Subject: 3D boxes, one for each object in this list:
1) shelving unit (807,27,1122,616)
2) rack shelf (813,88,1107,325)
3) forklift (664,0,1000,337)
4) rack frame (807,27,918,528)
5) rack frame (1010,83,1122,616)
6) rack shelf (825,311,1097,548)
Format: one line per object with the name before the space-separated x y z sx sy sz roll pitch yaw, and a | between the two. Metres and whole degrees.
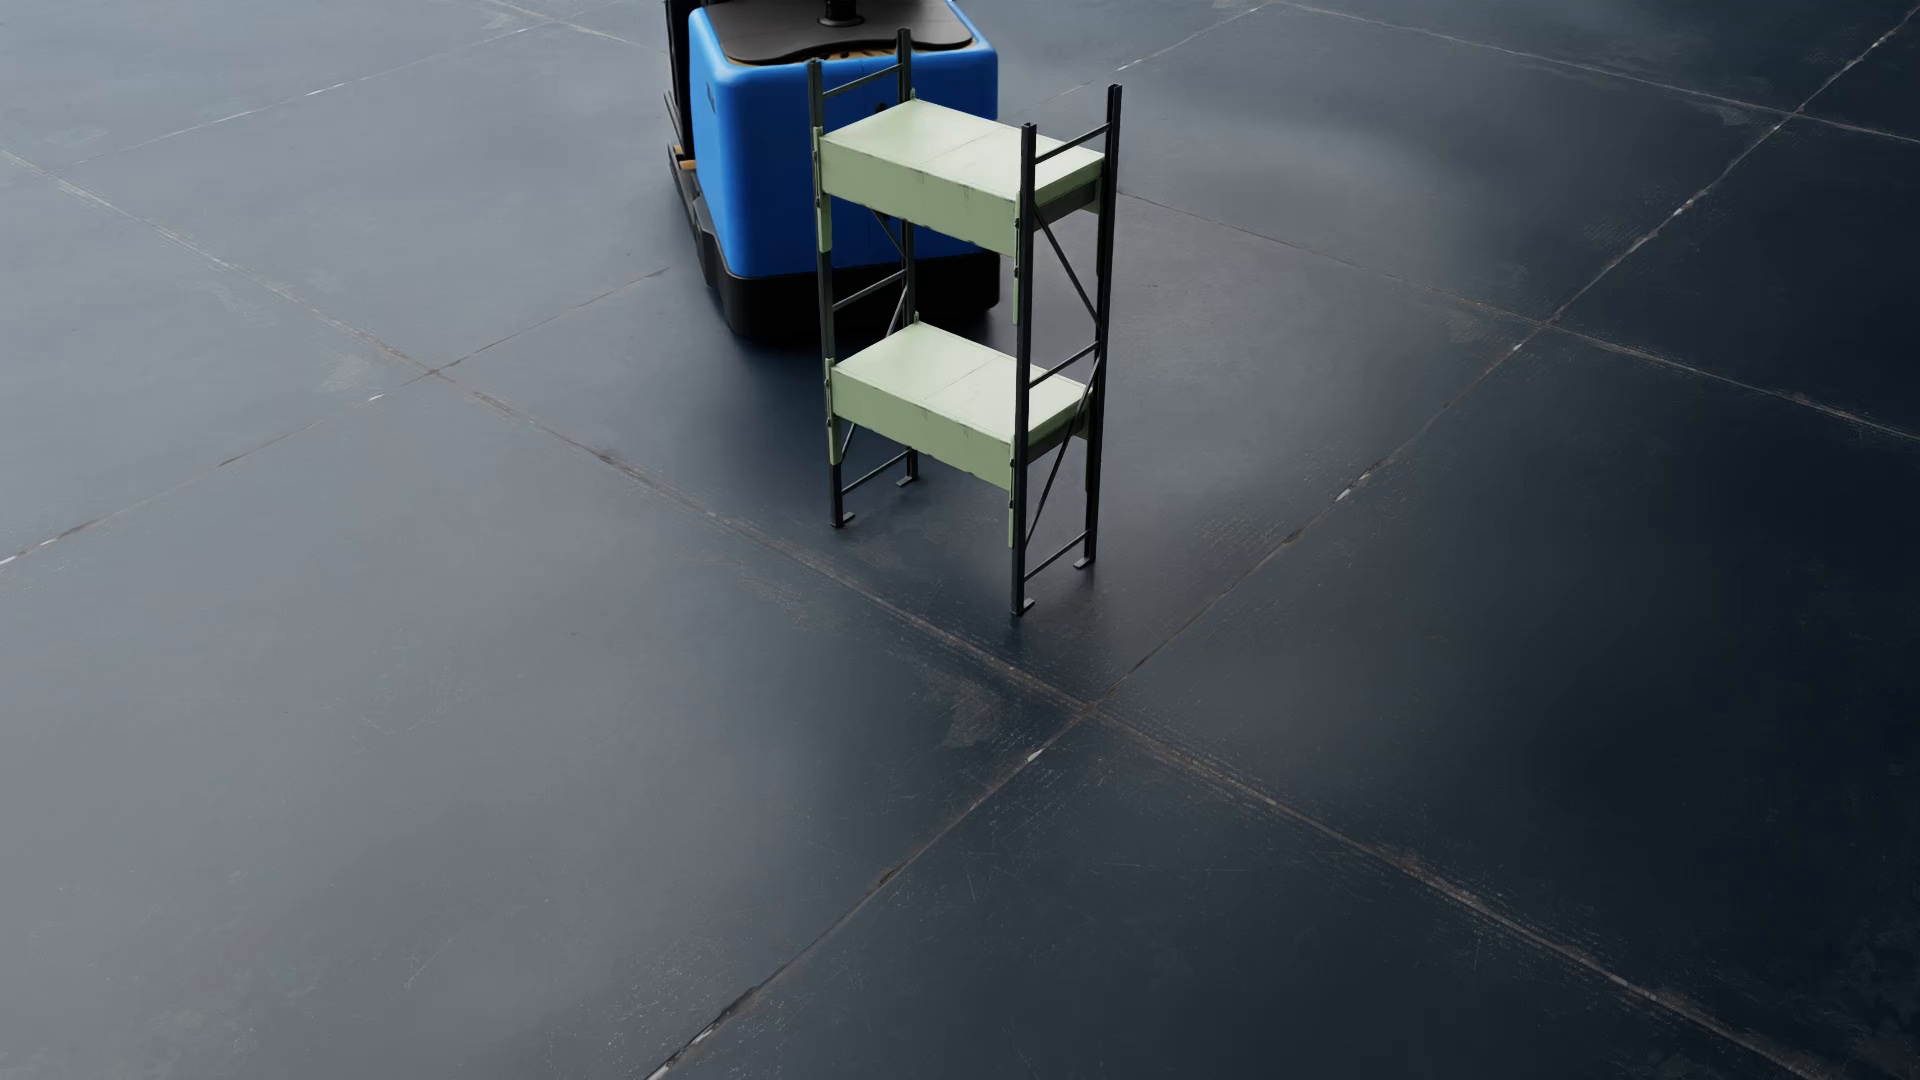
shelving unit | 0.005 -0.616 4.822 0.755 1.500 0.431 25 42 32
rack shelf | 0.005 -0.938 4.601 0.720 0.370 0.431 25 42 32
forklift | -0.715 -2.798 6.735 1.130 2.935 3.031 -8 35 -12
rack frame | -0.276 -0.748 5.015 0.023 1.500 0.400 25 42 32
rack frame | 0.286 -0.483 4.629 0.023 1.500 0.400 25 42 32
rack shelf | 0.005 -0.347 5.006 0.720 0.370 0.431 25 42 32
